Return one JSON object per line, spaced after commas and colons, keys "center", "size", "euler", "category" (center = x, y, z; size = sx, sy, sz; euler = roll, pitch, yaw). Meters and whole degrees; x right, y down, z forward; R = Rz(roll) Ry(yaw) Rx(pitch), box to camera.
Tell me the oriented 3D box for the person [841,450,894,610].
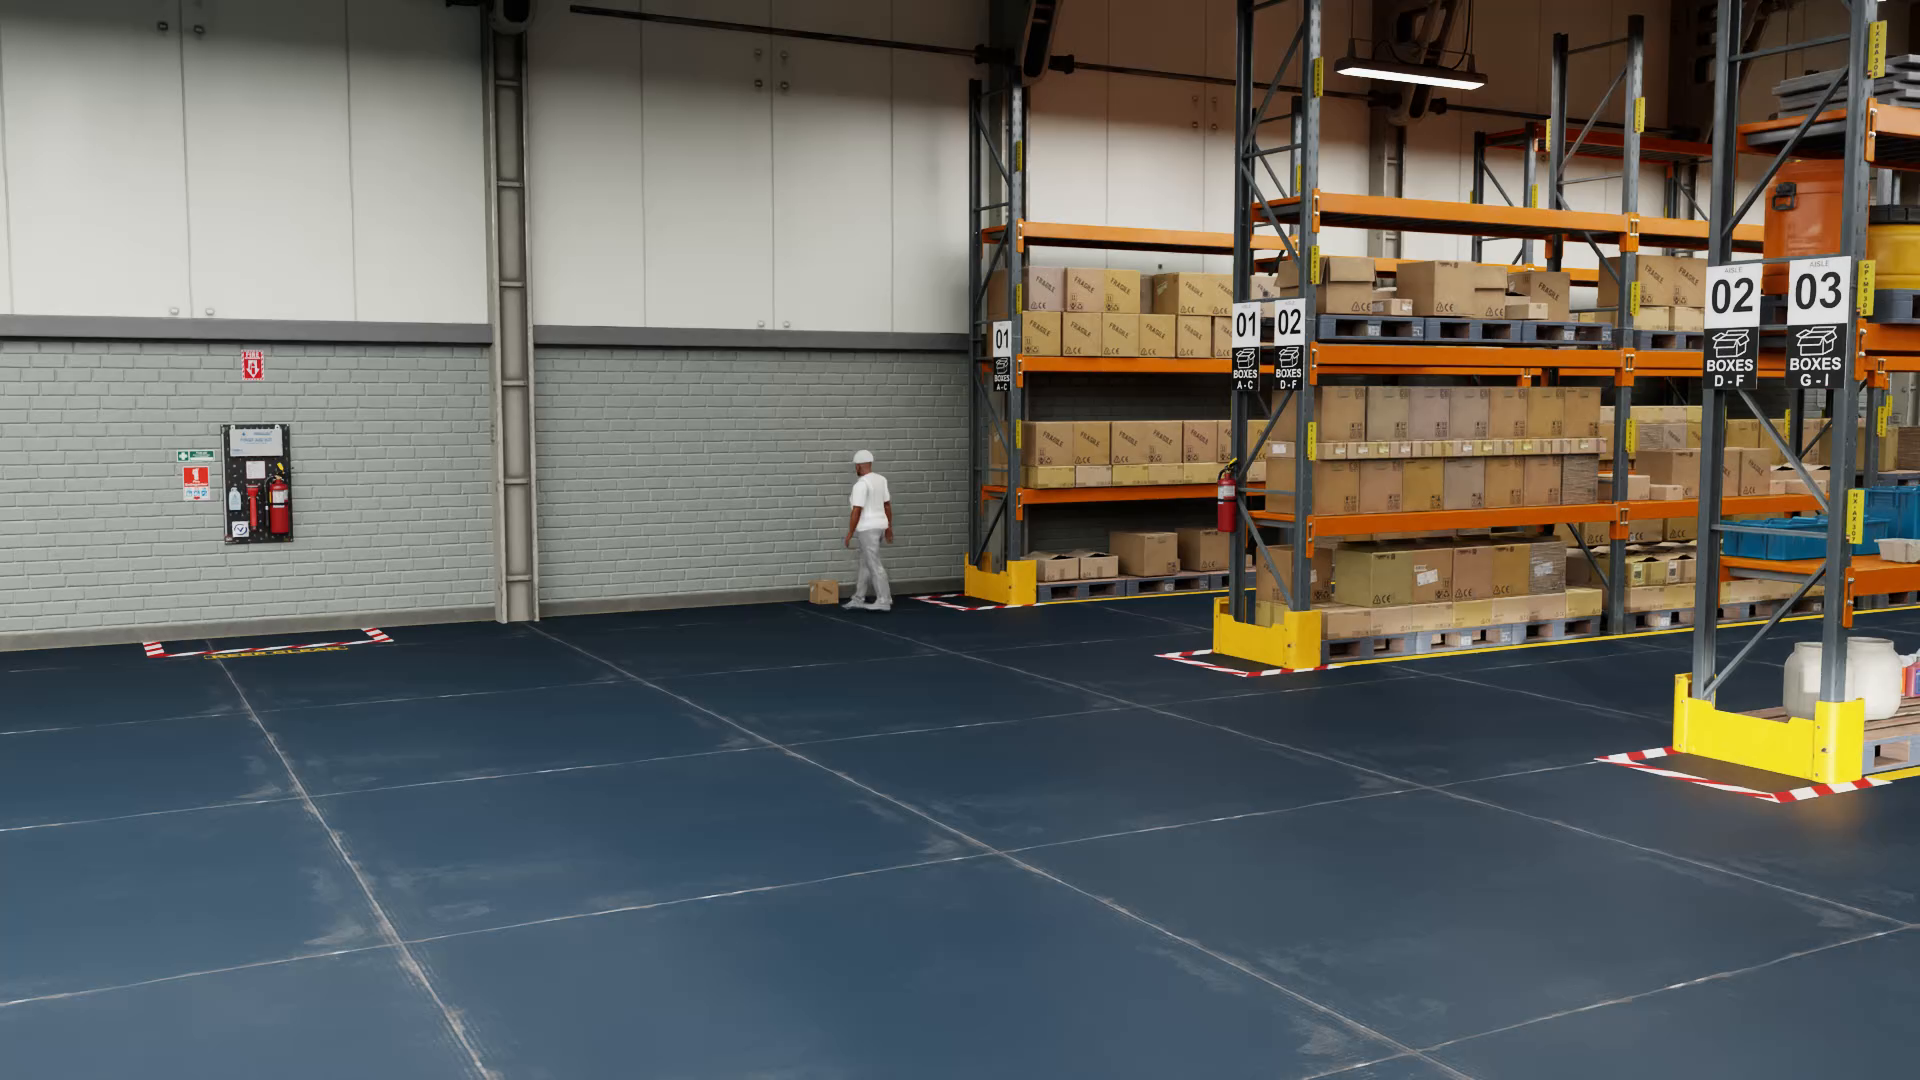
{"center": [-1.053, -0.099, 18.227], "size": [0.701, 1.777, 0.592], "euler": [2, 5, 21], "category": "person"}
